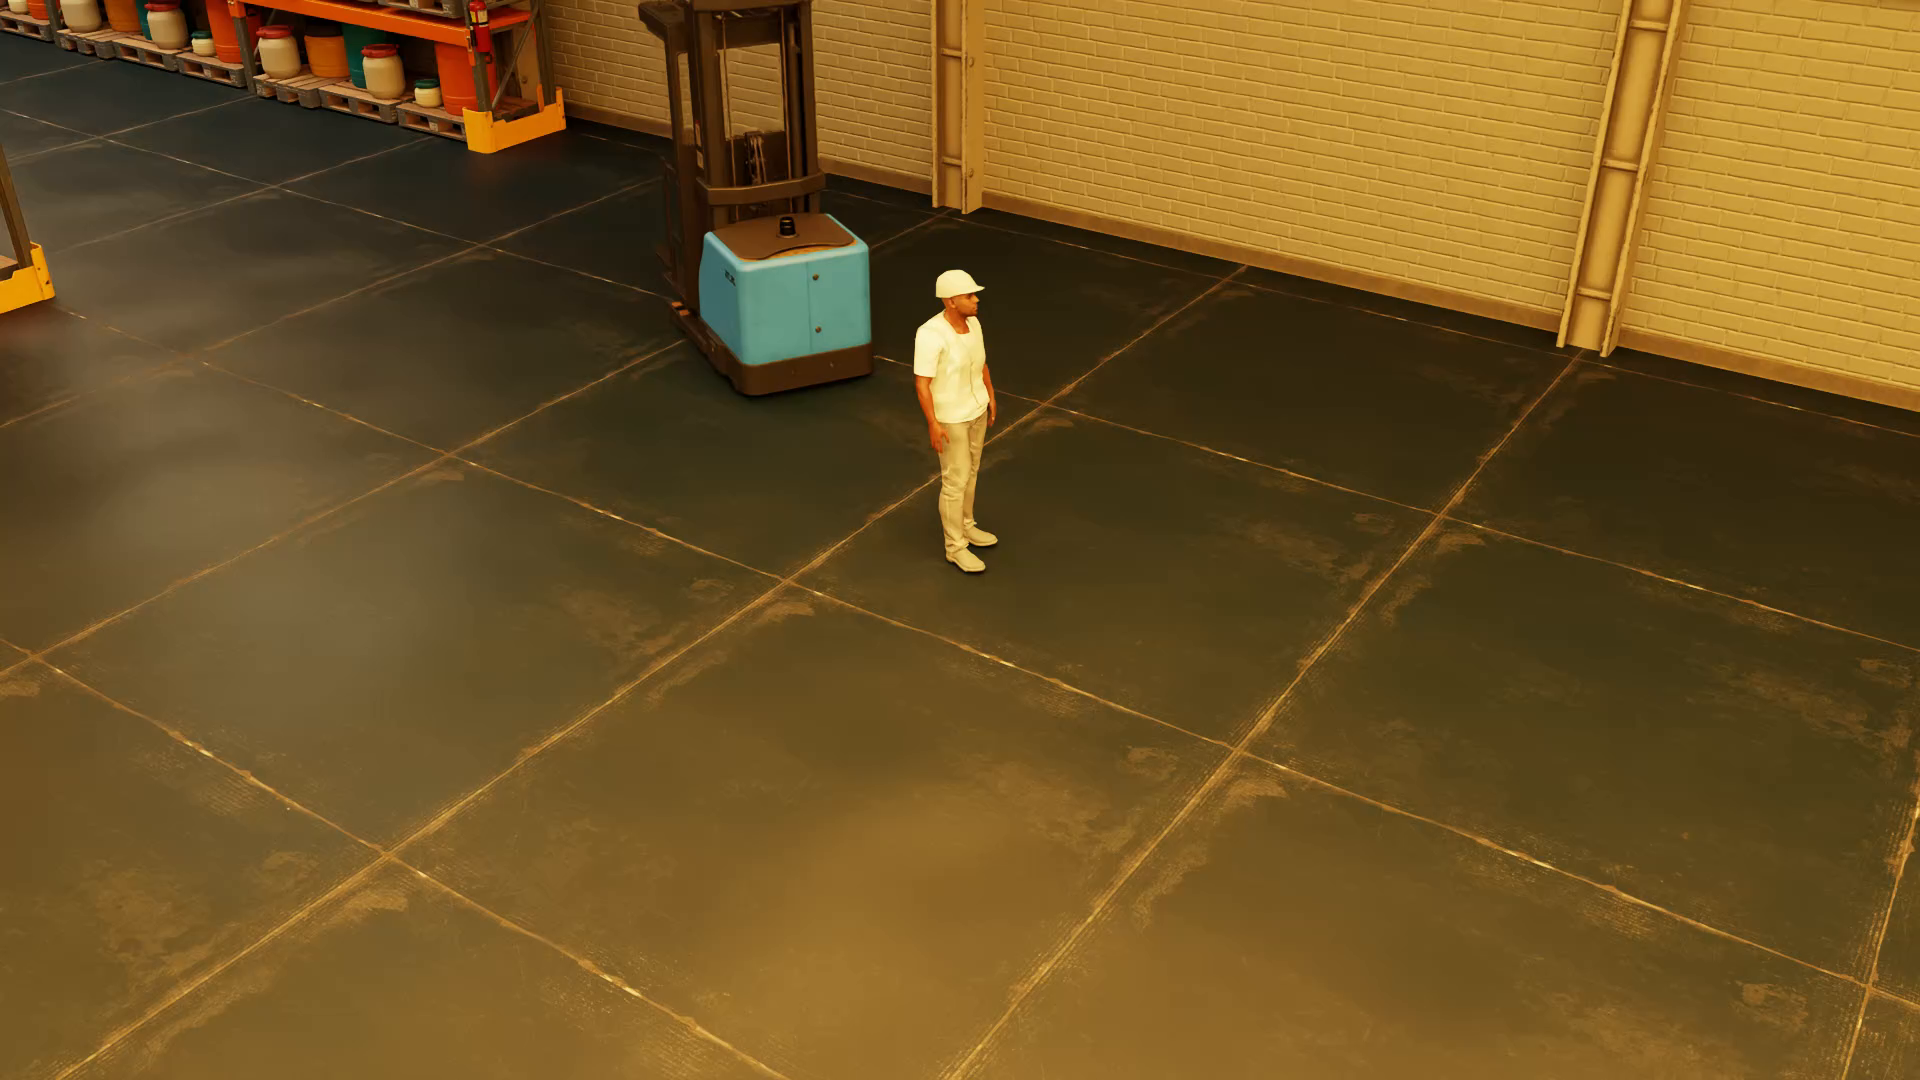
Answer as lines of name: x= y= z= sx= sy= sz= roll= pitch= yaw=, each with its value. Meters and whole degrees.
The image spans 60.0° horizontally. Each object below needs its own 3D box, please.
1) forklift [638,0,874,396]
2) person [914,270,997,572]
forklift: x=-1.739 y=-3.042 z=12.820 sx=1.130 sy=2.935 sz=3.031 roll=-14 pitch=33 yaw=-22
person: x=0.055 y=-0.748 z=10.015 sx=0.575 sy=1.768 sz=0.665 roll=19 pitch=35 yaw=29
